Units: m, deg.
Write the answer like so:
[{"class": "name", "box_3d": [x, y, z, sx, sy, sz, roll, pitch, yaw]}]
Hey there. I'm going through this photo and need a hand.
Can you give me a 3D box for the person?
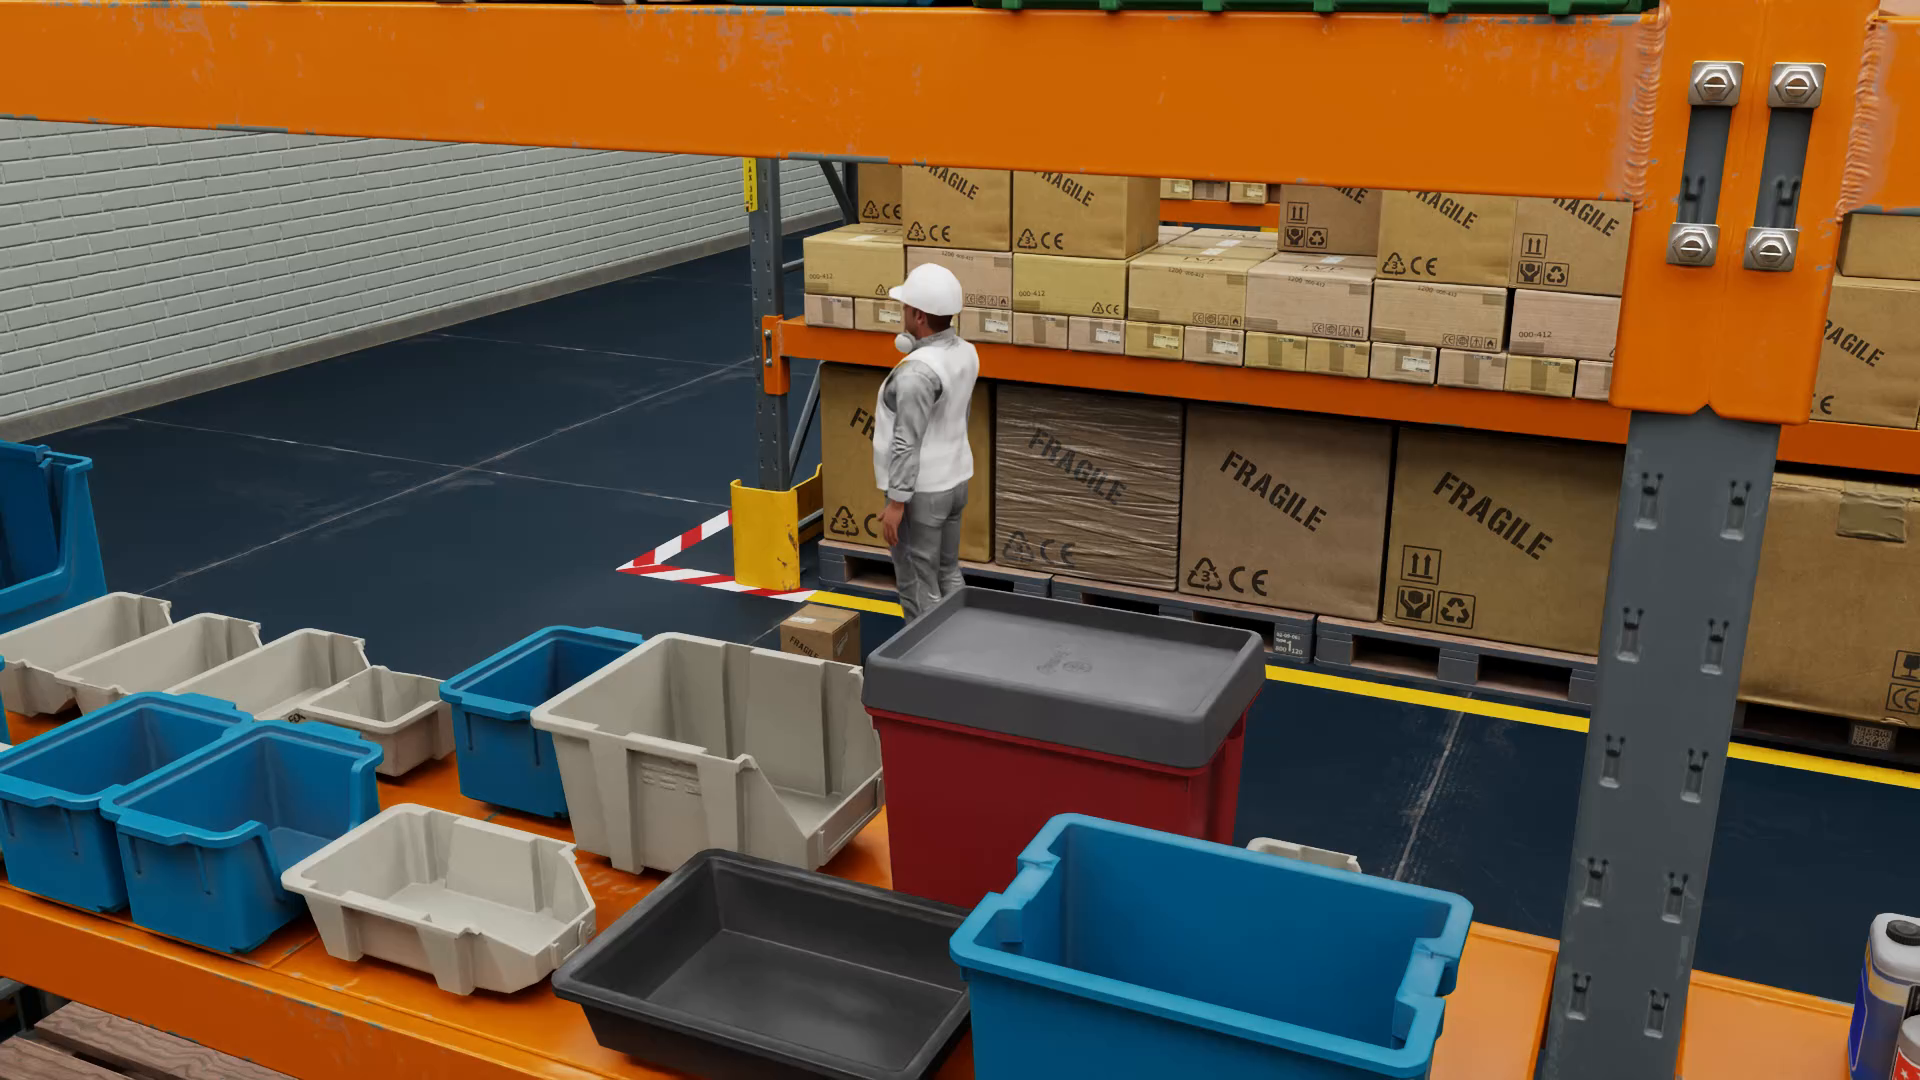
[{"class": "person", "box_3d": [-0.146, -0.208, 6.632, 0.367, 1.795, 0.562, 8, 21, 22]}]
